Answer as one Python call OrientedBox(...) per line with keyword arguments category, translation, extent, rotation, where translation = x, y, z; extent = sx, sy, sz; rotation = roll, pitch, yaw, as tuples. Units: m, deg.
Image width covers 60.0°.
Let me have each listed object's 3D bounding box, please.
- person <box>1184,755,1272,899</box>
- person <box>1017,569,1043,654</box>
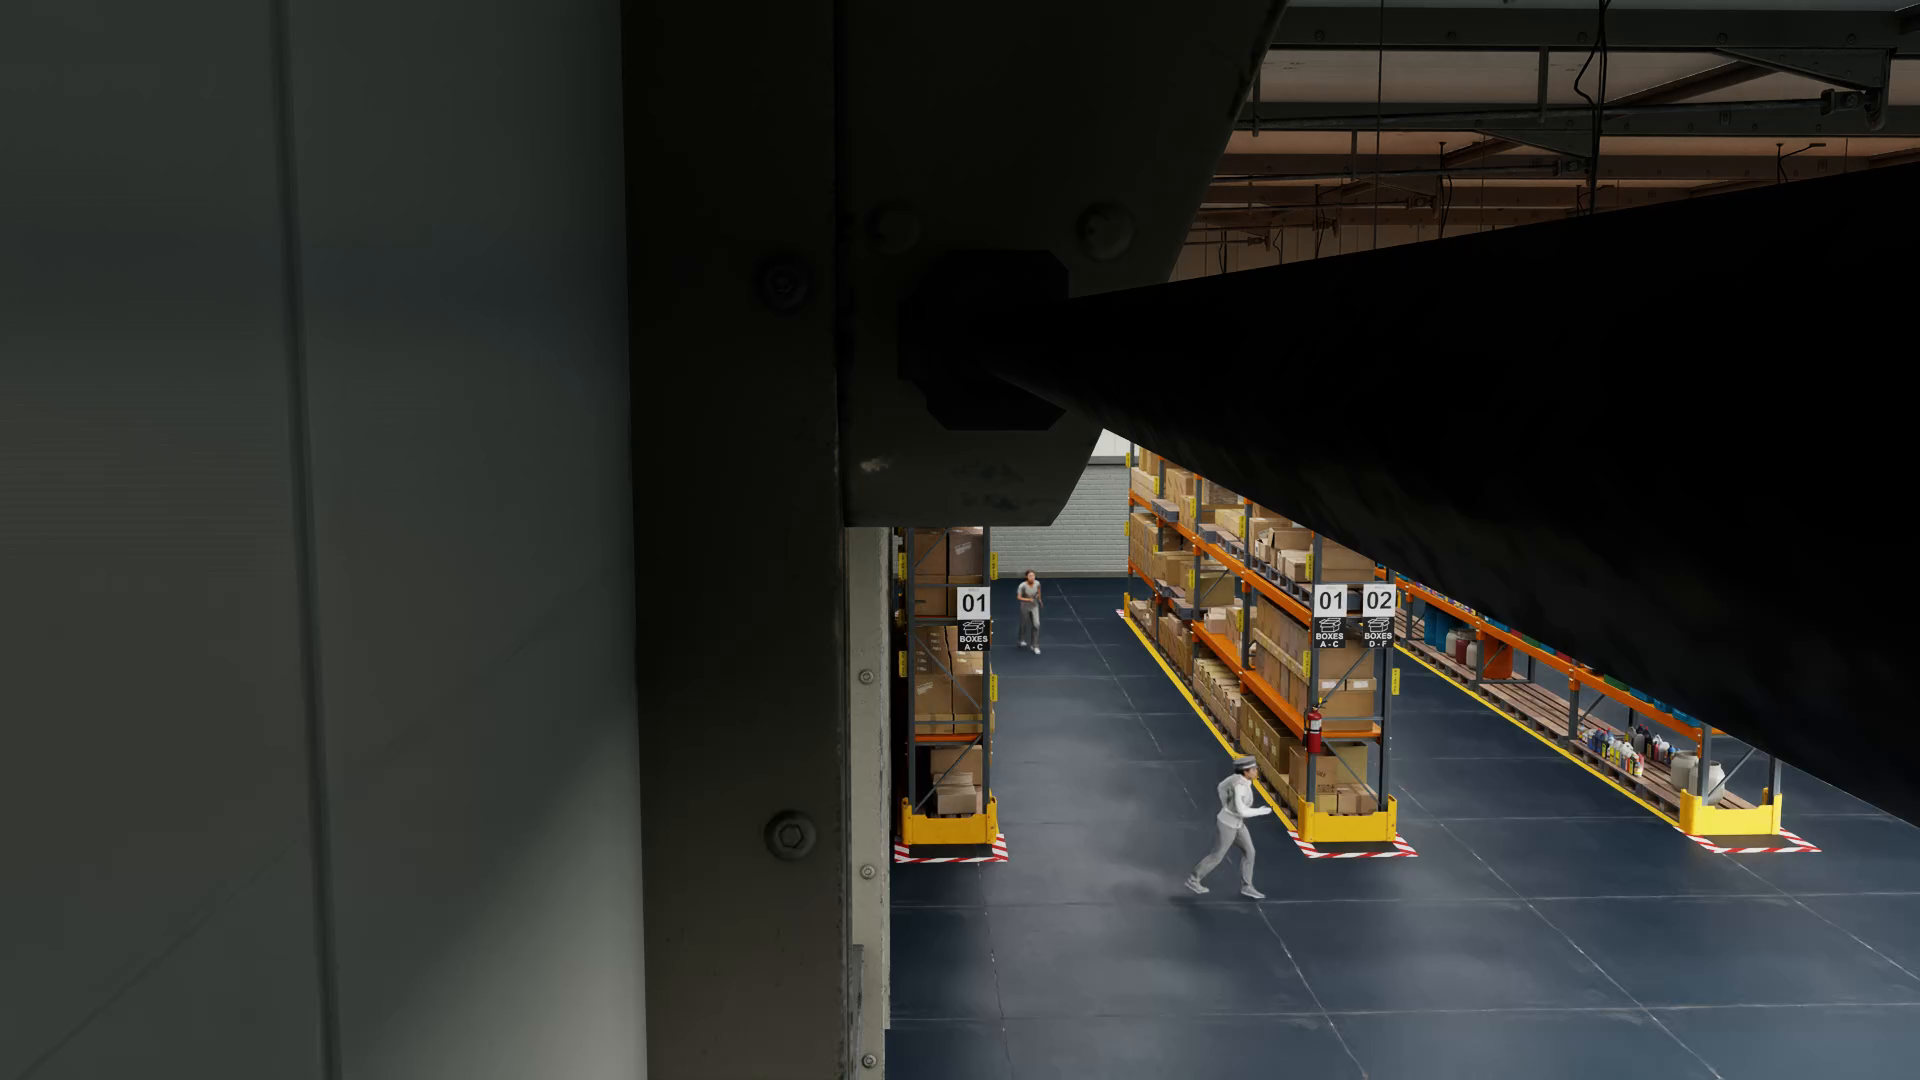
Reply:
OrientedBox(category="person", translation=(2.968, 3.170, 18.377), extent=(0.938, 1.658, 0.604), rotation=(2, 8, 15))
OrientedBox(category="person", translation=(1.347, 1.368, 32.524), extent=(0.569, 1.623, 0.954), rotation=(-2, 7, -13))
